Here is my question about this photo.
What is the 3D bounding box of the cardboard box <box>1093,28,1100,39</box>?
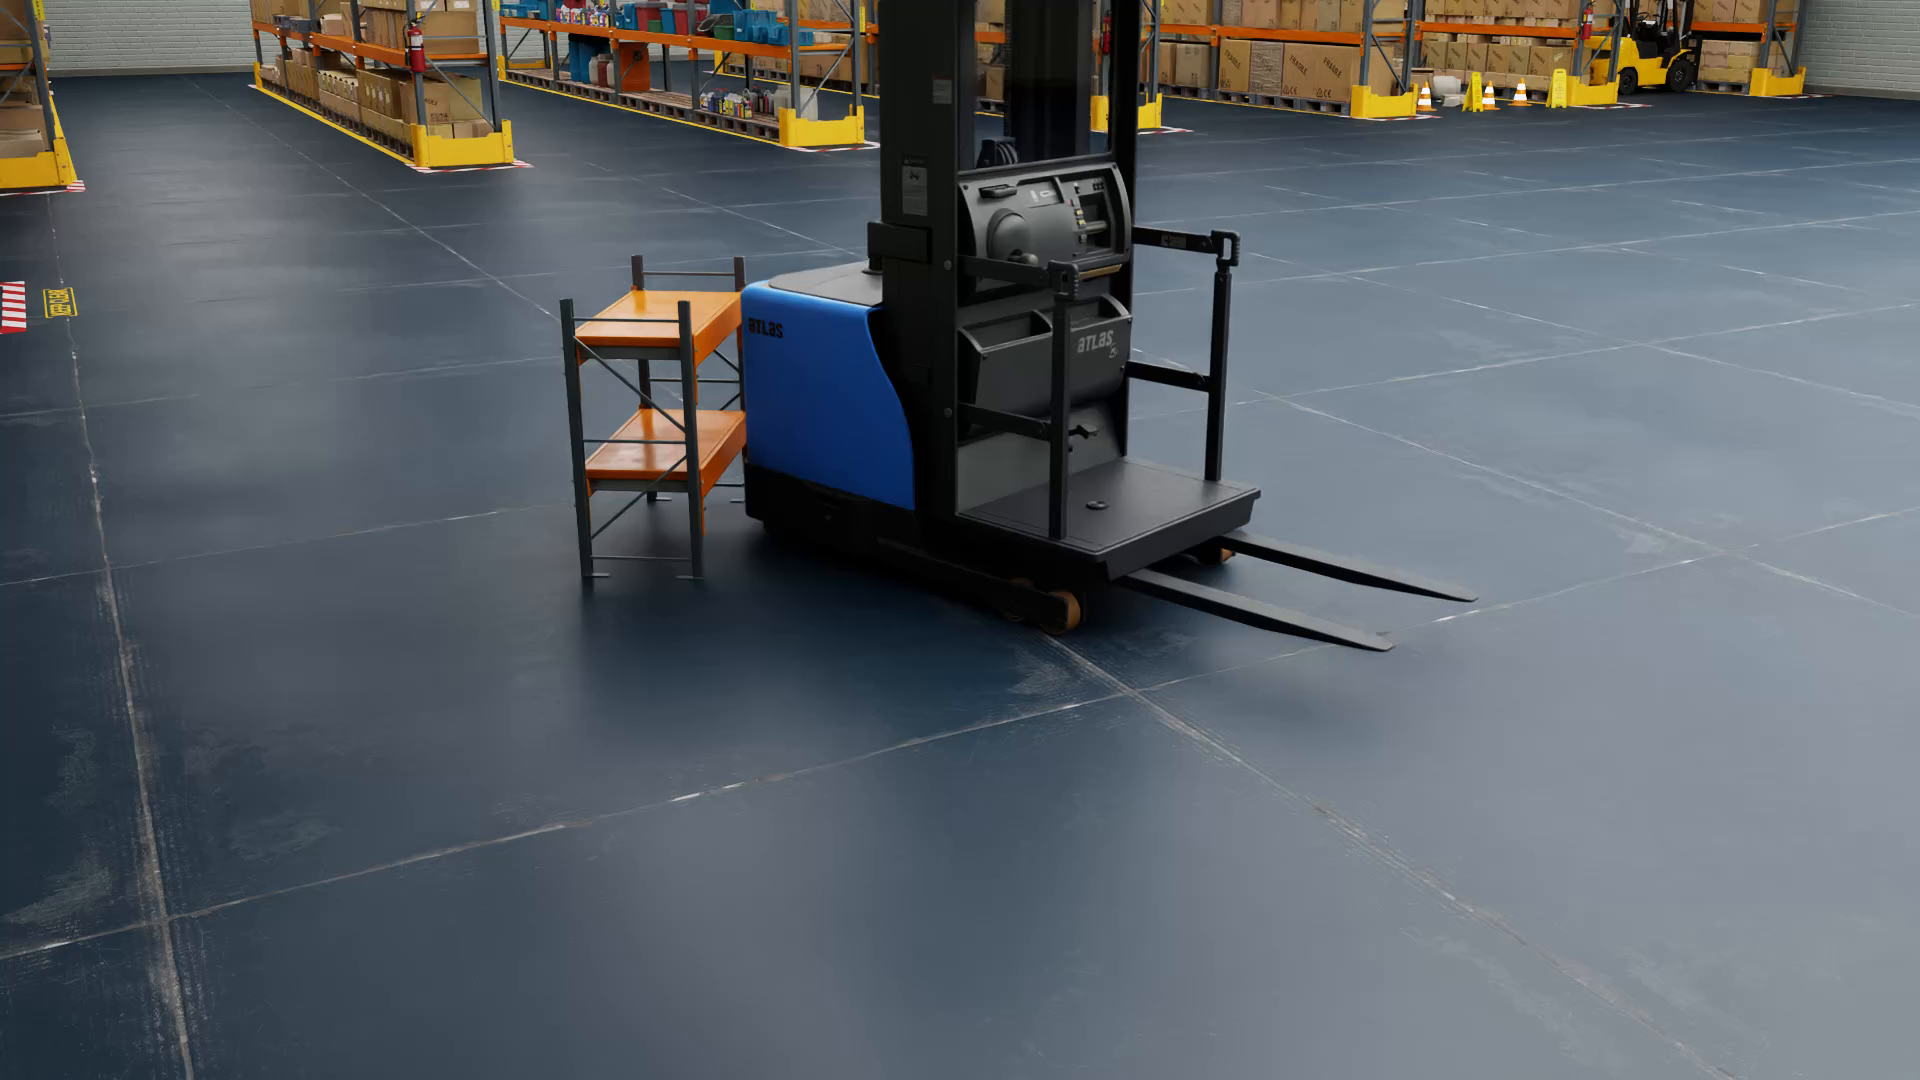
[{"bbox_3d":[2.212,-7.588,24.909,0.380,0.149,0.250,-10,21,-27],"label":"cardboard box"}]

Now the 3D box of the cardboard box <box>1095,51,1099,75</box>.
[{"bbox_3d":[3.353,-9.639,33.273,1.050,0.750,0.750,-10,22,-27],"label":"cardboard box"}]

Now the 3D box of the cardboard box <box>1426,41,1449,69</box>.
[{"bbox_3d":[9.394,-9.382,32.145,0.500,0.500,0.500,-9,21,-24],"label":"cardboard box"}]

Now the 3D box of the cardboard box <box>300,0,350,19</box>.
[{"bbox_3d":[-10.388,-8.829,27.324,0.500,0.500,0.700,16,25,39],"label":"cardboard box"}]

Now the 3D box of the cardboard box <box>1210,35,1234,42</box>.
[{"bbox_3d":[6.353,-11.407,38.205,0.875,0.875,0.875,-9,21,-25],"label":"cardboard box"}]

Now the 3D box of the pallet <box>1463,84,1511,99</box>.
[{"bbox_3d":[10.284,-8.484,31.395,1.003,0.211,1.213,-10,21,-27],"label":"pallet"}]

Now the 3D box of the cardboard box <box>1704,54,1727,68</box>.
[{"bbox_3d":[14.882,-9.334,32.388,0.500,0.250,0.500,-10,22,-27],"label":"cardboard box"}]

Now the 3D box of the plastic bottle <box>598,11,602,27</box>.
[{"bbox_3d":[-6.437,-9.334,29.780,0.097,0.271,0.097,0,19,0],"label":"plastic bottle"}]

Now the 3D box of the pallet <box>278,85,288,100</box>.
[{"bbox_3d":[-12.215,-8.448,31.289,1.003,0.211,1.213,-10,21,-27],"label":"pallet"}]

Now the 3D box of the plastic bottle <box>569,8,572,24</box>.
[{"bbox_3d":[-7.308,-9.853,31.267,0.061,0.283,0.133,-10,21,-27],"label":"plastic bottle"}]

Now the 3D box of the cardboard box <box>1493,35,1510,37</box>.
[{"bbox_3d":[12.102,-11.153,37.852,0.875,0.625,0.625,-9,21,-25],"label":"cardboard box"}]

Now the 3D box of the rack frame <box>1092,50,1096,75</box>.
[{"bbox_3d":[3.143,-10.693,33.521,1.000,3.000,0.127,-10,21,-27],"label":"rack frame"}]

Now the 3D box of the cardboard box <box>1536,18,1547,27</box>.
[{"bbox_3d":[10.564,-9.280,29.812,0.380,0.149,0.250,-10,22,-28],"label":"cardboard box"}]

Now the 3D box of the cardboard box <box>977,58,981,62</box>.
[{"bbox_3d":[0.526,-10.905,37.863,0.380,0.149,0.250,-11,22,-28],"label":"cardboard box"}]

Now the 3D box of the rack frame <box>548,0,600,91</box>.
[{"bbox_3d":[-7.528,-10.335,32.483,1.000,3.000,0.127,-10,21,-27],"label":"rack frame"}]

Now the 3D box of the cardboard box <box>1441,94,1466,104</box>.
[{"bbox_3d":[8.851,-7.908,29.820,0.380,0.149,0.250,1,19,2],"label":"cardboard box"}]

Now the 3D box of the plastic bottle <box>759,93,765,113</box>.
[{"bbox_3d":[-3.003,-6.651,25.297,0.061,0.283,0.133,-10,21,-27],"label":"plastic bottle"}]

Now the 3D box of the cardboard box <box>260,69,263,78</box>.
[{"bbox_3d":[-13.774,-9.340,33.270,0.380,0.166,0.250,-10,21,-27],"label":"cardboard box"}]

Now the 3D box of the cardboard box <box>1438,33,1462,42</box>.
[{"bbox_3d":[9.400,-9.644,31.908,0.380,0.149,0.250,-10,21,-26],"label":"cardboard box"}]

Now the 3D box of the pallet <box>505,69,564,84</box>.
[{"bbox_3d":[-9.070,-9.922,35.562,1.003,0.211,1.213,-10,21,-27],"label":"pallet"}]

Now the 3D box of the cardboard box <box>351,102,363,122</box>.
[{"bbox_3d":[-8.542,-6.245,24.202,0.500,0.250,0.500,-10,22,-27],"label":"cardboard box"}]

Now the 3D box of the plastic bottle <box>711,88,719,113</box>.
[{"bbox_3d":[-3.711,-6.698,25.330,0.144,0.351,0.185,-9,21,-25],"label":"plastic bottle"}]

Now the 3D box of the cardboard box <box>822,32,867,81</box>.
[{"bbox_3d":[-1.996,-9.606,32.985,1.225,0.875,0.875,-10,21,-26],"label":"cardboard box"}]

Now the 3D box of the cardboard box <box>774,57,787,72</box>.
[{"bbox_3d":[-3.412,-10.498,35.569,0.875,0.875,0.875,-10,21,-27],"label":"cardboard box"}]

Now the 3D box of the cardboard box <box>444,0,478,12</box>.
[{"bbox_3d":[-6.188,-6.624,20.581,0.380,0.149,0.250,-10,21,-27],"label":"cardboard box"}]

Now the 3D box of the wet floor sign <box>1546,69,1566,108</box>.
[{"bbox_3d":[10.399,-7.859,28.917,0.267,0.644,0.232,-3,19,-8],"label":"wet floor sign"}]

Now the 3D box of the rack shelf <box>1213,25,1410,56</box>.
[{"bbox_3d":[5.992,-8.630,28.647,1.077,0.370,4.000,-10,21,-27],"label":"rack shelf"}]

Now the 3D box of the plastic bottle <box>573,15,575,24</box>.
[{"bbox_3d":[-7.173,-9.746,31.080,0.097,0.201,0.097,0,19,0],"label":"plastic bottle"}]

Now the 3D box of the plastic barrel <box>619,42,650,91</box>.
[{"bbox_3d":[-5.876,-8.497,29.840,0.600,0.830,0.708,-10,21,-27],"label":"plastic barrel"}]

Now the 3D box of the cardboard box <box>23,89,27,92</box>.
[{"bbox_3d":[-13.102,-5.879,22.729,0.700,0.500,0.500,-10,22,-28],"label":"cardboard box"}]

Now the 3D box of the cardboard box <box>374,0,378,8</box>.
[{"bbox_3d":[-7.647,-7.226,22.325,0.380,0.149,0.250,-11,22,-28],"label":"cardboard box"}]

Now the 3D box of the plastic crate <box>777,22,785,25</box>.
[{"bbox_3d":[-2.965,-7.692,25.053,0.499,0.251,0.616,-10,21,-27],"label":"plastic crate"}]

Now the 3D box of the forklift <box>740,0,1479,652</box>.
[{"bbox_3d":[0.493,-1.229,6.198,3.031,2.935,1.130,17,25,40],"label":"forklift"}]

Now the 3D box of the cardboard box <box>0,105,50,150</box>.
[{"bbox_3d":[-11.373,-4.976,20.112,0.700,0.500,0.500,-12,22,-30],"label":"cardboard box"}]

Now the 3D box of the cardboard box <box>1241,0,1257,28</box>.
[{"bbox_3d":[5.509,-9.357,29.420,0.875,0.550,0.550,-10,21,-27],"label":"cardboard box"}]

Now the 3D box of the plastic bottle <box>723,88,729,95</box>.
[{"bbox_3d":[-3.584,-6.720,25.395,0.144,0.351,0.185,-10,21,-27],"label":"plastic bottle"}]

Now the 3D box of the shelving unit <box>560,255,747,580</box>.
[{"bbox_3d":[-1.235,-0.548,6.995,0.538,1.125,1.048,2,19,4],"label":"shelving unit"}]

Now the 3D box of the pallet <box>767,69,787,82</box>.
[{"bbox_3d":[-3.462,-10.014,35.829,1.003,0.211,1.213,-10,21,-27],"label":"pallet"}]

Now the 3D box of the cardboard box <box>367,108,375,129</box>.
[{"bbox_3d":[-7.904,-5.846,23.047,0.500,0.250,0.500,-10,21,-27],"label":"cardboard box"}]

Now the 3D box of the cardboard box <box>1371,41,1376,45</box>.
[{"bbox_3d":[10.212,-12.099,40.783,0.500,0.500,0.500,-10,22,-27],"label":"cardboard box"}]

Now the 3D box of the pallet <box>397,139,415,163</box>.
[{"bbox_3d":[-6.591,-5.019,21.352,1.003,0.211,1.213,-10,21,-27],"label":"pallet"}]

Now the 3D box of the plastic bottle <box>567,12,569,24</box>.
[{"bbox_3d":[-7.393,-9.878,31.465,0.097,0.201,0.097,0,19,0],"label":"plastic bottle"}]

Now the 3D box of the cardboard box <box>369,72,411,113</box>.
[{"bbox_3d":[-7.671,-6.057,22.507,0.500,0.500,0.500,-10,21,-27],"label":"cardboard box"}]

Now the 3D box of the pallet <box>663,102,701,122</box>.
[{"bbox_3d":[-4.136,-6.939,26.918,1.003,0.211,1.213,-10,21,-27],"label":"pallet"}]

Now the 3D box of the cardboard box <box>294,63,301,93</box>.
[{"bbox_3d":[-11.380,-8.122,29.229,0.500,0.500,0.500,-10,21,-26],"label":"cardboard box"}]

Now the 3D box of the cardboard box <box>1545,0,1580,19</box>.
[{"bbox_3d":[10.750,-9.493,29.435,0.500,0.500,0.500,-10,22,-28],"label":"cardboard box"}]

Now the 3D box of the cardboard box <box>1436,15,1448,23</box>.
[{"bbox_3d":[9.384,-10.017,31.948,0.380,0.149,0.250,-9,21,-25],"label":"cardboard box"}]

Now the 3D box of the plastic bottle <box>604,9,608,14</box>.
[{"bbox_3d":[-6.681,-9.898,31.414,0.097,0.271,0.097,0,19,0],"label":"plastic bottle"}]

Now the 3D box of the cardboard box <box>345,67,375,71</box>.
[{"bbox_3d":[-9.954,-7.622,27.778,0.500,0.500,0.500,-9,21,-24],"label":"cardboard box"}]

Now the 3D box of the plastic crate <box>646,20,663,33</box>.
[{"bbox_3d":[-4.805,-8.394,27.184,0.450,0.188,0.662,-10,21,-27],"label":"plastic crate"}]

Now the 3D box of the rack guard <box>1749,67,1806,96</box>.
[{"bbox_3d":[15.628,-8.774,31.791,1.175,0.500,0.348,-10,21,-27],"label":"rack guard"}]

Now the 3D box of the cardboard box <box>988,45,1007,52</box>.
[{"bbox_3d":[0.846,-11.035,37.327,0.380,0.149,0.250,-9,21,-25],"label":"cardboard box"}]

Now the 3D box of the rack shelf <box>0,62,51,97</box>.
[{"bbox_3d":[-11.498,-5.589,19.834,1.077,0.370,4.000,-10,21,-27],"label":"rack shelf"}]

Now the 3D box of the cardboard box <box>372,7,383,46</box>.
[{"bbox_3d":[-7.618,-7.042,22.789,0.700,0.500,0.500,-10,22,-27],"label":"cardboard box"}]
